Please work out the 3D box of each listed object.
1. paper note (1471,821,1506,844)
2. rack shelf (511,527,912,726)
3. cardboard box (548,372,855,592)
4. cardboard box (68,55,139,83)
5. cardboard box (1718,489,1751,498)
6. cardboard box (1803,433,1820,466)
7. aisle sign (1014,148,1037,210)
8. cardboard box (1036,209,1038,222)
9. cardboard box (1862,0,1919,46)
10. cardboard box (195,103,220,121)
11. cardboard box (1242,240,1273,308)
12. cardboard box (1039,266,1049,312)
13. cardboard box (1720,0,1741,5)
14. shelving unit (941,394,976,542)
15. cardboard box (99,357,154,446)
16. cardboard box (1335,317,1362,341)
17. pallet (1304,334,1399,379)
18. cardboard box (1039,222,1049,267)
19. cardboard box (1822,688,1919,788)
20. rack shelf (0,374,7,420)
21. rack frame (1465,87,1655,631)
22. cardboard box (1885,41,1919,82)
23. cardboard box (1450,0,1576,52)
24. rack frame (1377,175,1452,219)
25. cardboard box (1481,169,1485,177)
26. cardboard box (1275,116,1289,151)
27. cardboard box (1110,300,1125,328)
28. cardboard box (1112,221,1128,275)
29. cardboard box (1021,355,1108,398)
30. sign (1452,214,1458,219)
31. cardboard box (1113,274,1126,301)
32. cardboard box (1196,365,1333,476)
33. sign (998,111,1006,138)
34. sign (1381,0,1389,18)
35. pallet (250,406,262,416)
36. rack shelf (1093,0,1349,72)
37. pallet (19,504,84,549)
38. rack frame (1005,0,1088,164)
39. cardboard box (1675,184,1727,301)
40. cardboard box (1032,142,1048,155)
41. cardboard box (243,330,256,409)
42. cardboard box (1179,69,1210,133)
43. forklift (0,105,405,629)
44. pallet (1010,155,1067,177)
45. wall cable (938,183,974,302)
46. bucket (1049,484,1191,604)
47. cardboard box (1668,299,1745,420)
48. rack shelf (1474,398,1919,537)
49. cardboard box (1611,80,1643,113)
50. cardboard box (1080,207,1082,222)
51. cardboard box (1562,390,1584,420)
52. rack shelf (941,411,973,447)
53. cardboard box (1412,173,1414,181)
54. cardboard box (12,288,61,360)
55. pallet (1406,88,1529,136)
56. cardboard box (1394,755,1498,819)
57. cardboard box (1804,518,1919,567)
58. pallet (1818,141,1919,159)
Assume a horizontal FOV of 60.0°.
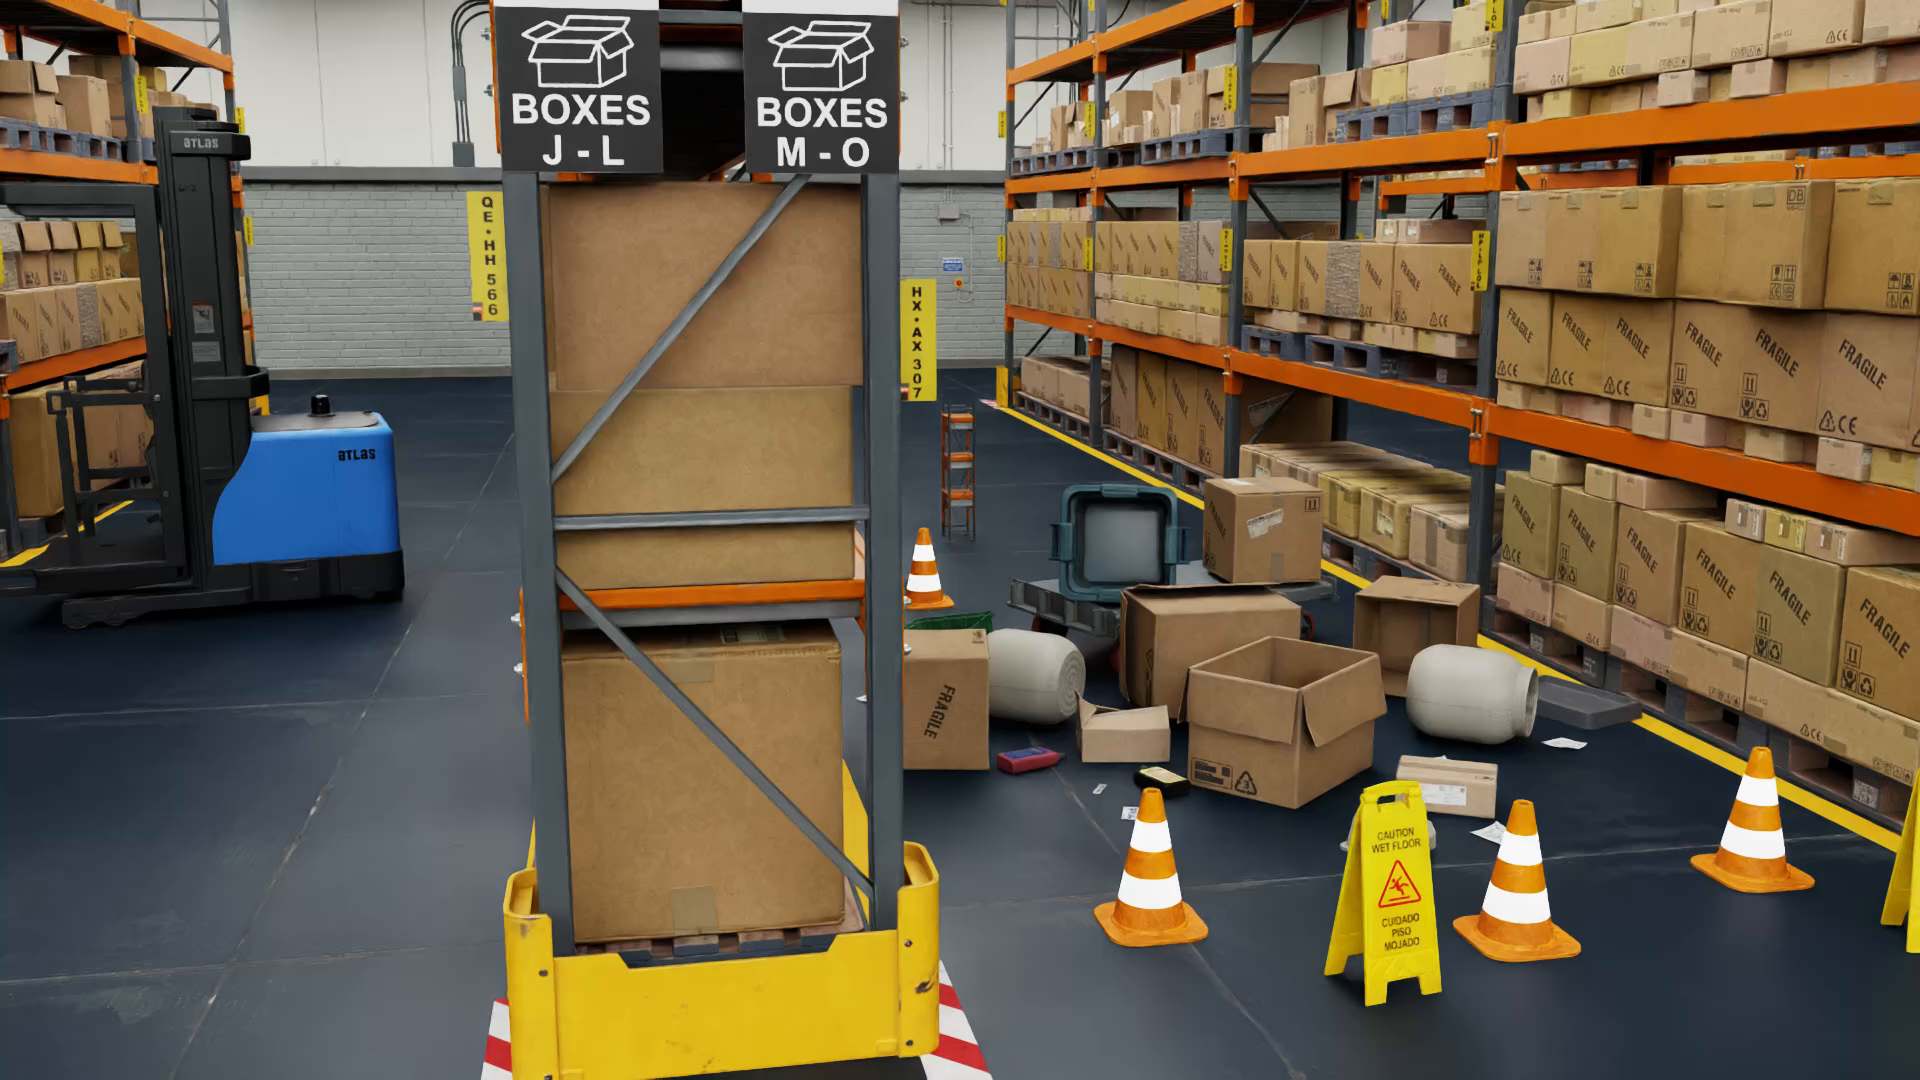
[{"bbox_3d":[2.041,1.107,6.300,0.148,0.019,0.142,-6,13,-31],"label":"paper note"},{"bbox_3d":[-1.048,-0.066,6.443,1.077,0.370,4.000,-2,11,-11],"label":"rack shelf"},{"bbox_3d":[-0.776,-0.192,4.784,0.875,0.550,0.550,-2,11,-11],"label":"cardboard box"},{"bbox_3d":[-8.054,-4.411,15.661,0.500,0.250,0.500,-3,11,-15],"label":"cardboard box"},{"bbox_3d":[3.878,-0.016,8.486,0.500,0.500,0.500,-2,11,-10],"label":"cardboard box"},{"bbox_3d":[3.716,-0.377,6.825,0.380,0.149,0.250,-2,11,-10],"label":"cardboard box"},{"bbox_3d":[0.767,-4.465,20.681,0.394,0.787,0.004,-2,11,-11],"label":"aisle sign"},{"bbox_3d":[1.093,-3.778,19.347,0.380,0.149,0.250,-2,11,-10],"label":"cardboard box"},{"bbox_3d":[3.730,-1.974,6.127,0.500,0.250,0.500,-2,11,-12],"label":"cardboard box"},{"bbox_3d":[-8.502,-4.510,18.187,0.700,0.500,0.500,-3,11,-14],"label":"cardboard box"},{"bbox_3d":[2.481,-2.029,12.647,0.500,0.500,0.500,-2,11,-13],"label":"cardboard box"},{"bbox_3d":[1.198,-2.859,18.928,0.500,0.500,0.500,-2,11,-9],"label":"cardboard box"},{"bbox_3d":[3.523,-2.375,7.167,0.380,0.149,0.250,-2,11,-10],"label":"cardboard box"},{"bbox_3d":[-0.010,-0.526,12.150,0.215,1.050,0.252,-2,11,-11],"label":"shelving unit"},{"bbox_3d":[-7.734,-1.137,14.708,1.225,0.875,0.875,-2,11,-11],"label":"cardboard box"},{"bbox_3d":[2.769,-1.436,11.270,0.380,0.149,0.250,-2,11,-9],"label":"cardboard box"},{"bbox_3d":[3.046,-1.262,11.319,1.003,0.211,1.213,-2,11,-11],"label":"pallet"},{"bbox_3d":[1.192,-3.347,18.818,0.500,0.500,0.500,-2,11,-11],"label":"cardboard box"},{"bbox_3d":[3.751,0.751,6.461,0.500,0.250,0.500,-2,11,-11],"label":"cardboard box"},{"bbox_3d":[-6.711,-0.638,9.448,1.077,0.370,4.000,-2,11,-11],"label":"rack shelf"},{"bbox_3d":[3.399,-0.984,9.347,1.000,3.000,0.127,-2,11,-11],"label":"rack frame"},{"bbox_3d":[3.750,-1.800,6.278,0.380,0.149,0.250,-2,11,-11],"label":"cardboard box"},{"bbox_3d":[3.161,-2.938,9.528,0.500,0.250,0.500,-2,11,-10],"label":"cardboard box"},{"bbox_3d":[5.933,-3.367,21.862,1.000,3.000,0.127,-2,11,-11],"label":"rack frame"},{"bbox_3d":[6.197,-4.228,19.038,0.380,0.149,0.250,-2,11,-9],"label":"cardboard box"},{"bbox_3d":[2.565,-3.015,12.351,0.396,0.266,0.258,-2,11,-11],"label":"cardboard box"},{"bbox_3d":[1.772,-2.193,16.097,0.500,0.250,0.500,-2,11,-12],"label":"cardboard box"},{"bbox_3d":[1.773,-2.809,15.989,0.500,0.500,0.500,-2,11,-11],"label":"cardboard box"},{"bbox_3d":[1.291,-2.016,20.493,0.875,0.438,0.875,-3,11,-13],"label":"cardboard box"},{"bbox_3d":[6.481,-4.107,21.811,0.100,0.325,0.005,-2,11,-11],"label":"sign"},{"bbox_3d":[1.781,-2.438,16.048,0.500,0.250,0.500,-2,11,-10],"label":"cardboard box"},{"bbox_3d":[2.568,-1.010,14.042,0.875,0.875,0.875,-2,11,-12],"label":"cardboard box"},{"bbox_3d":[0.519,-5.108,20.440,0.100,0.325,0.005,-2,11,-11],"label":"sign"},{"bbox_3d":[5.401,-6.792,21.102,0.100,0.325,0.005,-2,11,-11],"label":"sign"},{"bbox_3d":[-8.423,-1.311,18.522,1.003,0.211,1.213,-2,11,-11],"label":"pallet"},{"bbox_3d":[2.232,-4.482,14.672,1.077,0.370,4.000,-2,11,-11],"label":"rack shelf"},{"bbox_3d":[-7.179,-0.135,12.342,1.003,0.211,1.213,-2,11,-11],"label":"pallet"},{"bbox_3d":[1.065,-6.132,20.349,1.000,3.000,0.127,-2,11,-11],"label":"rack frame"},{"bbox_3d":[3.611,-1.302,7.280,0.700,0.500,0.500,-2,11,-11],"label":"cardboard box"},{"bbox_3d":[1.051,-4.583,19.512,0.380,0.149,0.250,-2,11,-9],"label":"cardboard box"},{"bbox_3d":[-8.453,-1.873,18.574,0.875,0.875,0.875,-2,11,-11],"label":"cardboard box"},{"bbox_3d":[2.242,-3.622,13.790,0.700,0.500,0.500,-3,11,-14],"label":"cardboard box"},{"bbox_3d":[-4.996,-1.043,9.837,3.031,2.935,1.130,-5,12,-23],"label":"forklift"},{"bbox_3d":[1.220,-4.480,19.925,1.003,0.211,1.213,-2,11,-11],"label":"pallet"},{"bbox_3d":[-0.055,-4.733,26.241,0.585,1.953,0.123,-2,11,-11],"label":"wall cable"},{"bbox_3d":[0.851,0.017,8.777,0.726,0.611,0.620,2,1,9],"label":"bucket"},{"bbox_3d":[3.534,-0.813,7.383,0.500,0.500,0.500,-2,11,-10],"label":"cardboard box"},{"bbox_3d":[3.788,-0.264,7.487,1.077,0.370,4.000,-2,11,-11],"label":"rack shelf"},{"bbox_3d":[3.381,-2.130,8.013,0.380,0.149,0.250,-2,11,-9],"label":"cardboard box"},{"bbox_3d":[1.487,-3.454,17.645,0.380,0.149,0.250,-2,11,-11],"label":"cardboard box"},{"bbox_3d":[3.327,-0.700,8.521,0.380,0.149,0.250,-2,11,-11],"label":"cardboard box"},{"bbox_3d":[-0.010,-0.794,12.099,0.215,0.259,0.240,-2,11,-11],"label":"rack shelf"},{"bbox_3d":[5.877,-4.555,20.755,0.380,0.149,0.250,-2,11,-11],"label":"cardboard box"},{"bbox_3d":[-7.030,-1.600,12.315,0.500,0.500,0.500,-2,11,-13],"label":"cardboard box"},{"bbox_3d":[3.383,-2.483,9.699,1.213,0.211,1.003,-2,11,-11],"label":"pallet"},{"bbox_3d":[1.941,0.983,6.635,0.380,0.149,0.250,4,11,18],"label":"cardboard box"},{"bbox_3d":[3.628,0.004,6.642,0.380,0.149,0.250,-2,11,-9],"label":"cardboard box"},{"bbox_3d":[7.709,-3.159,13.253,1.213,0.211,1.003,-2,11,-8],"label":"pallet"}]
